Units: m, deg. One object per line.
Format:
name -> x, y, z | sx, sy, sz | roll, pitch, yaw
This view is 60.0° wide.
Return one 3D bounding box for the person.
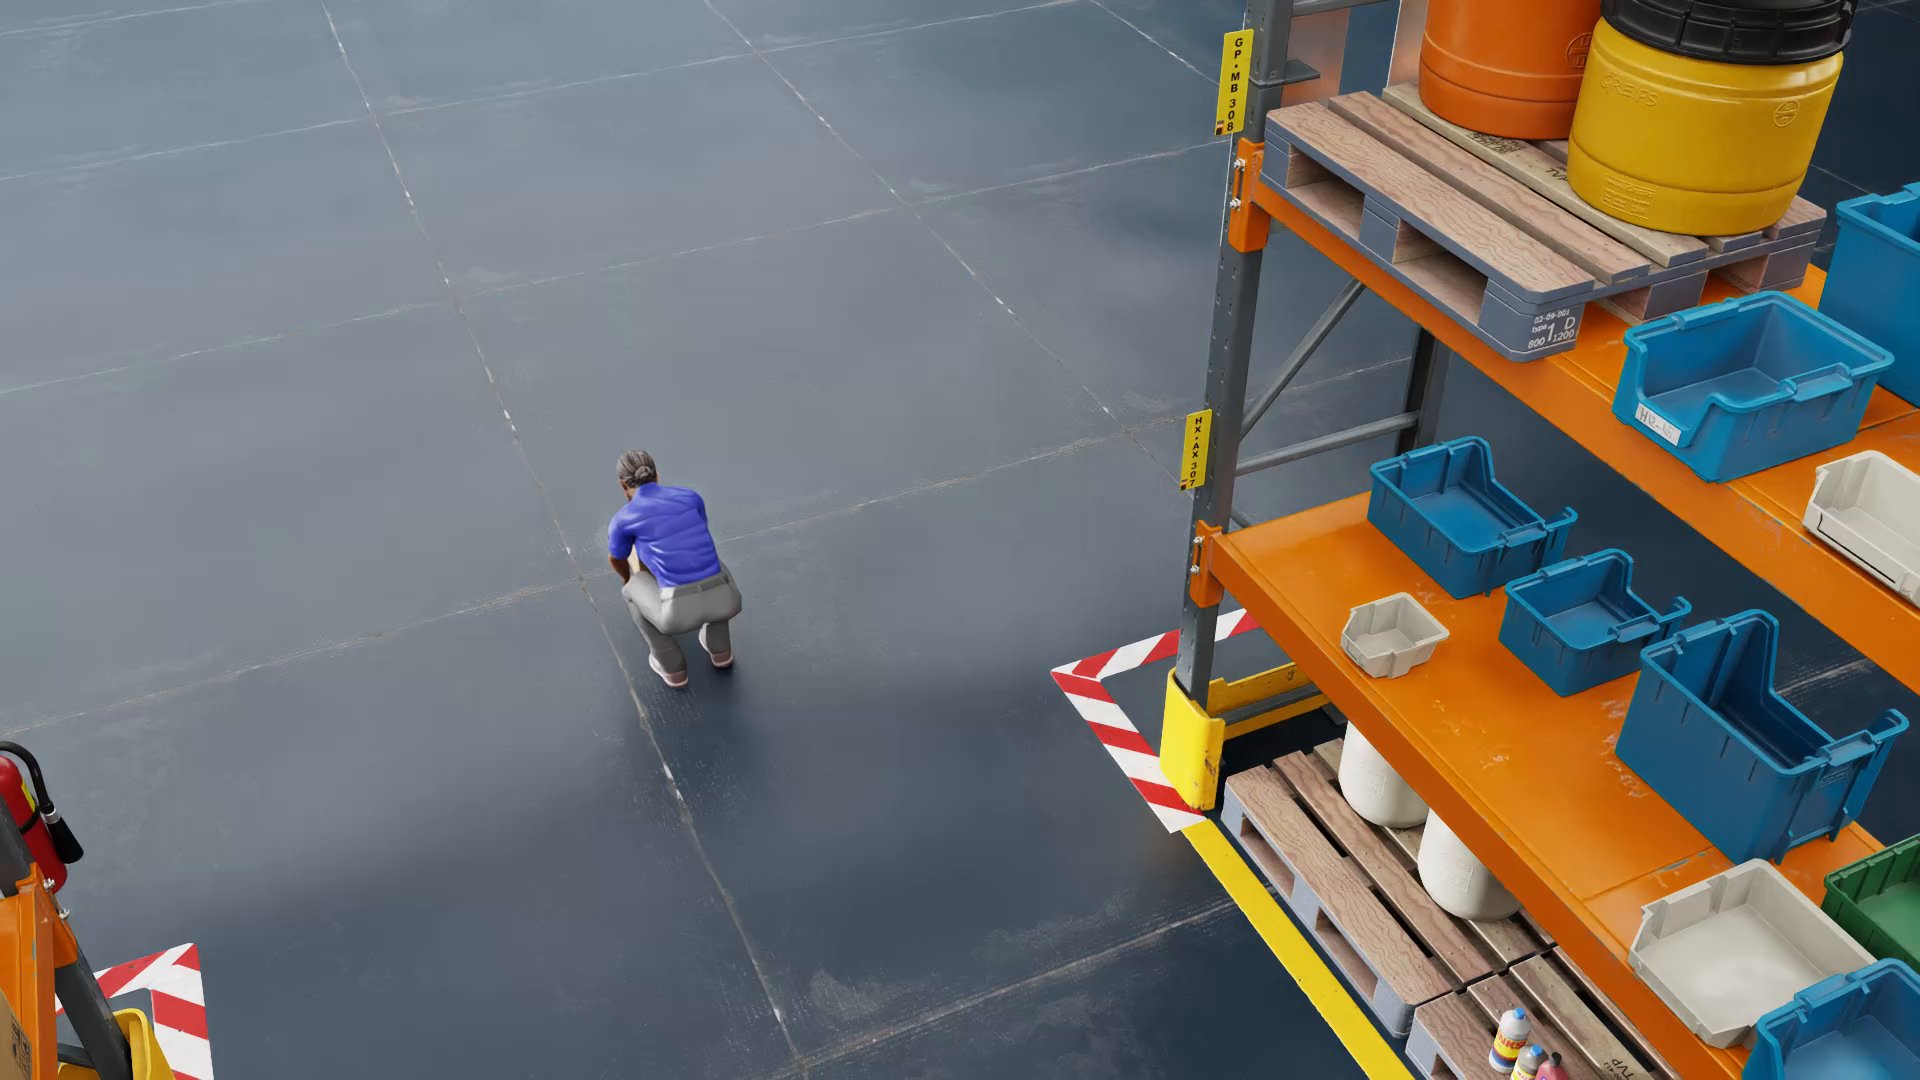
person -> -1.264, 0.124, 7.297 | 0.473, 0.936, 0.819 | -16, 40, -20
